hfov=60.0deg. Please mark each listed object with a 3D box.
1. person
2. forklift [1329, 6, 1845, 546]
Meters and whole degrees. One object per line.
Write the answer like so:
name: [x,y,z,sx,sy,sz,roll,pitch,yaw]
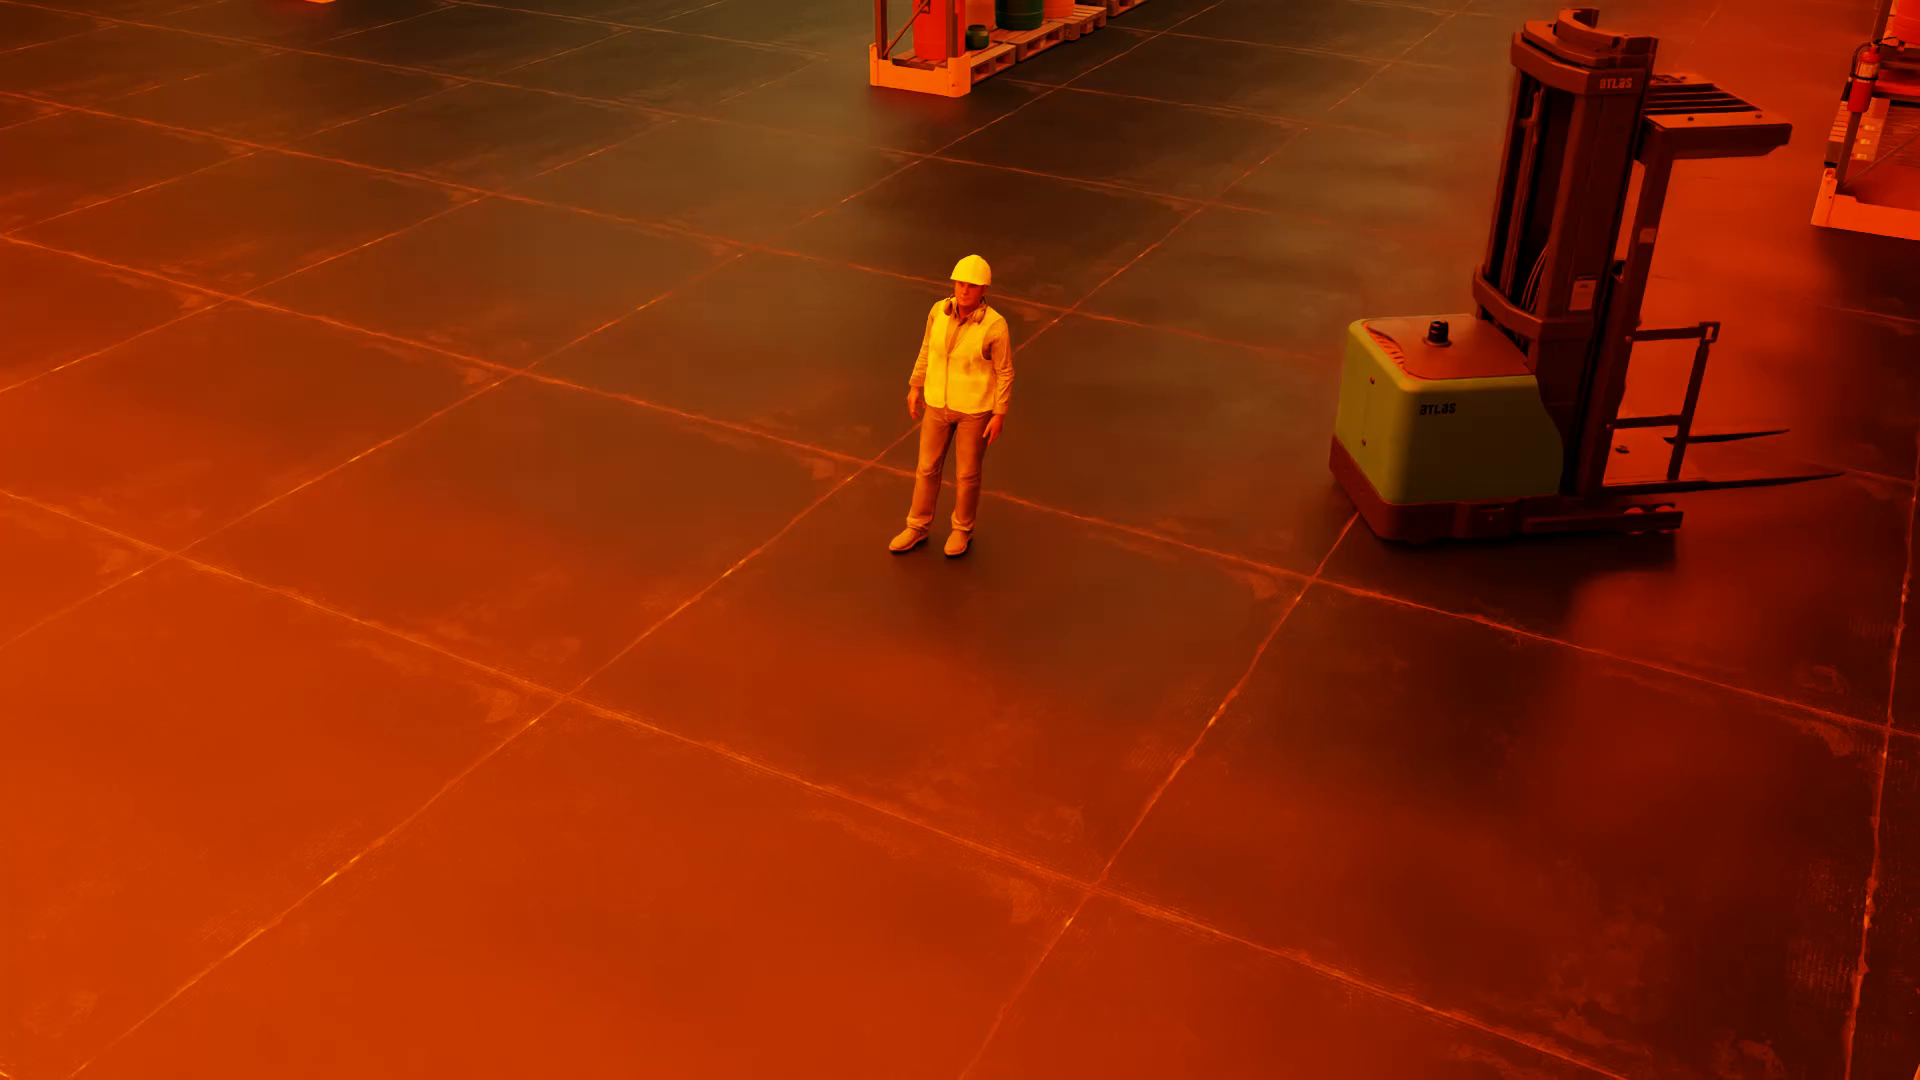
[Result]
person: [-0.037,-0.750,9.512,0.632,1.773,0.568,15,33,25]
forklift: [3.924,-1.555,9.766,3.031,2.935,1.130,-4,30,-7]
